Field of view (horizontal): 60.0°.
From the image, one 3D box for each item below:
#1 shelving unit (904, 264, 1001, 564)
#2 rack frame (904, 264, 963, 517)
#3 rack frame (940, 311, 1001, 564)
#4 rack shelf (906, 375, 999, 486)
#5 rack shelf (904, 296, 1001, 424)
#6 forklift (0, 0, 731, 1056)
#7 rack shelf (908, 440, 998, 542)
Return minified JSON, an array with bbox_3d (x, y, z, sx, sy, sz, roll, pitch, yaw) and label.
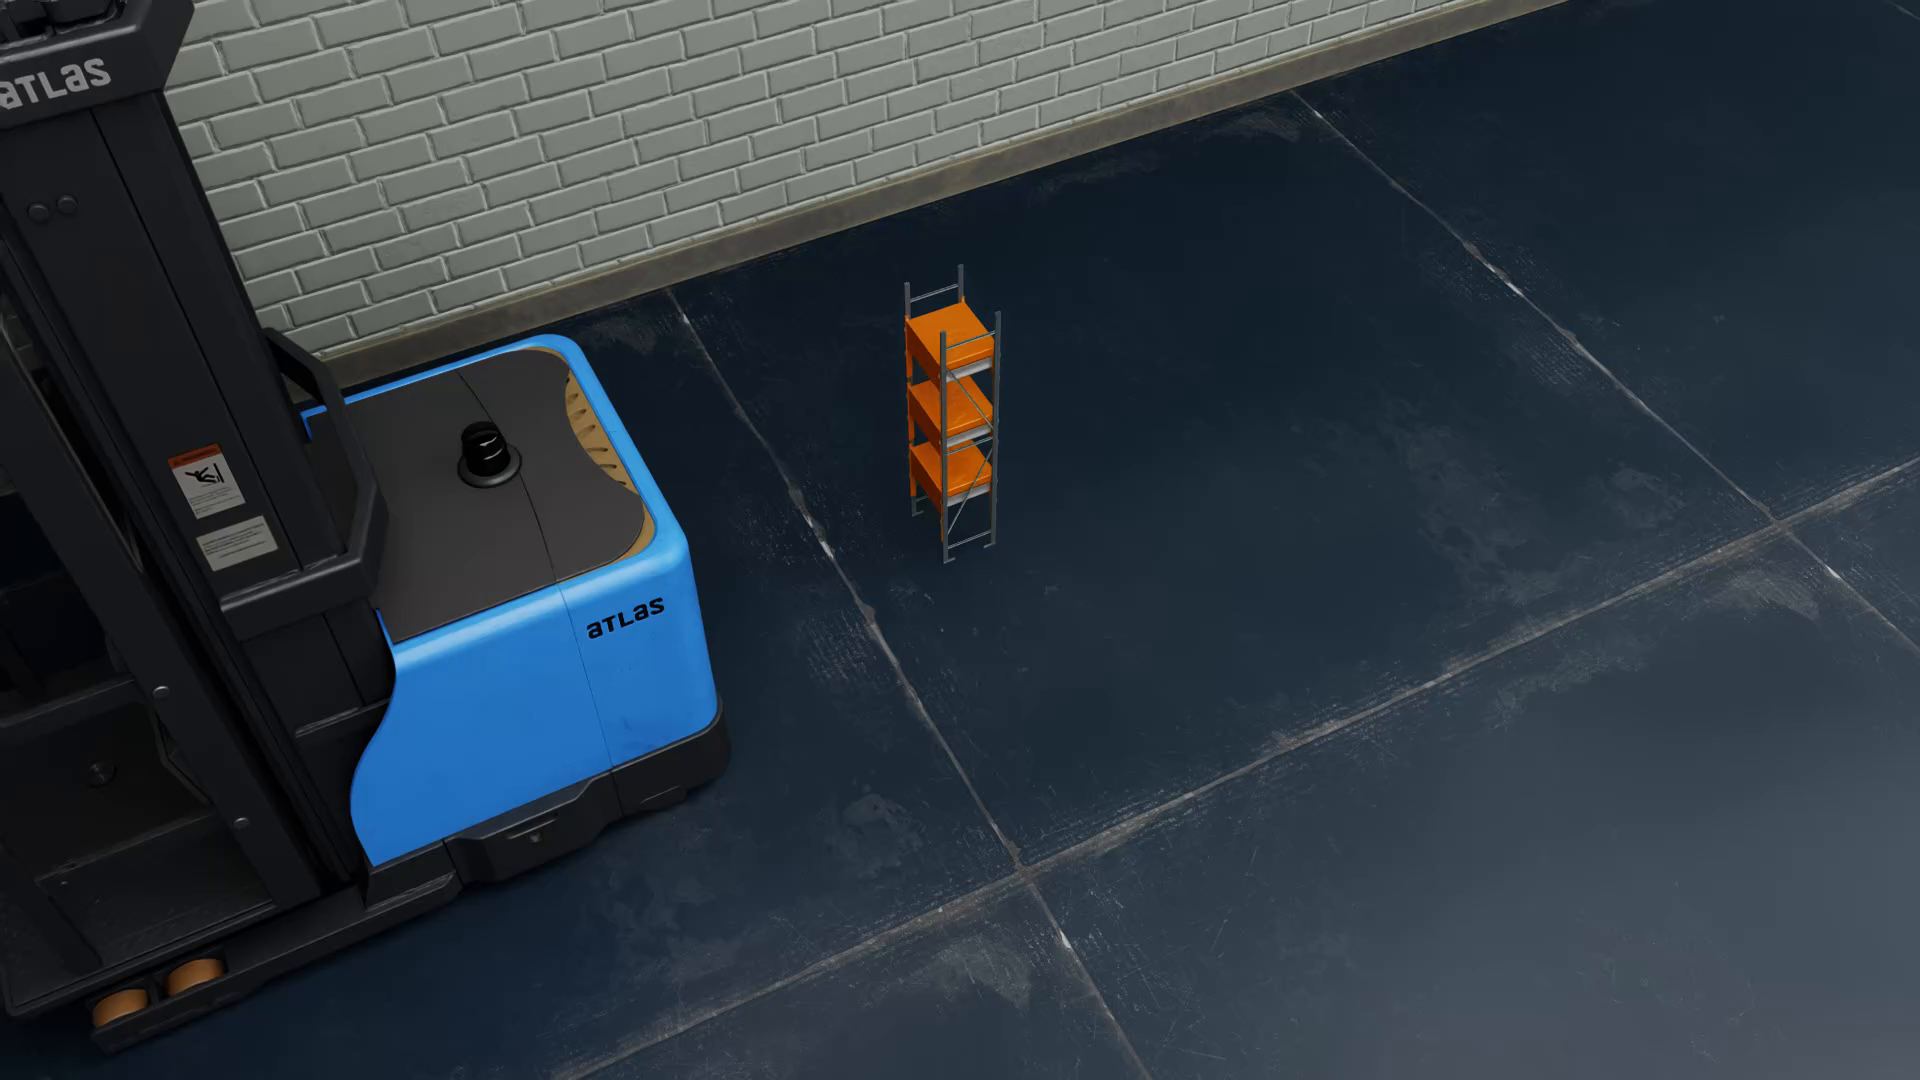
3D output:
[{"bbox_3d":[-0.024,-0.381,5.386,0.215,1.050,0.252,-21,52,-18],"label":"shelving unit"},{"bbox_3d":[-0.080,-0.463,5.458,0.200,1.050,0.008,-21,52,-18],"label":"rack frame"},{"bbox_3d":[0.031,-0.300,5.315,0.200,1.050,0.008,-21,52,-18],"label":"rack frame"},{"bbox_3d":[-0.024,-0.374,5.394,0.215,0.259,0.240,-21,52,-18],"label":"rack shelf"},{"bbox_3d":[-0.024,-0.561,5.181,0.215,0.259,0.240,-21,52,-18],"label":"rack shelf"},{"bbox_3d":[-2.247,-0.045,3.842,3.031,2.935,1.130,-22,52,-18],"label":"forklift"},{"bbox_3d":[-0.024,-0.191,5.603,0.215,0.259,0.240,-21,52,-18],"label":"rack shelf"}]
